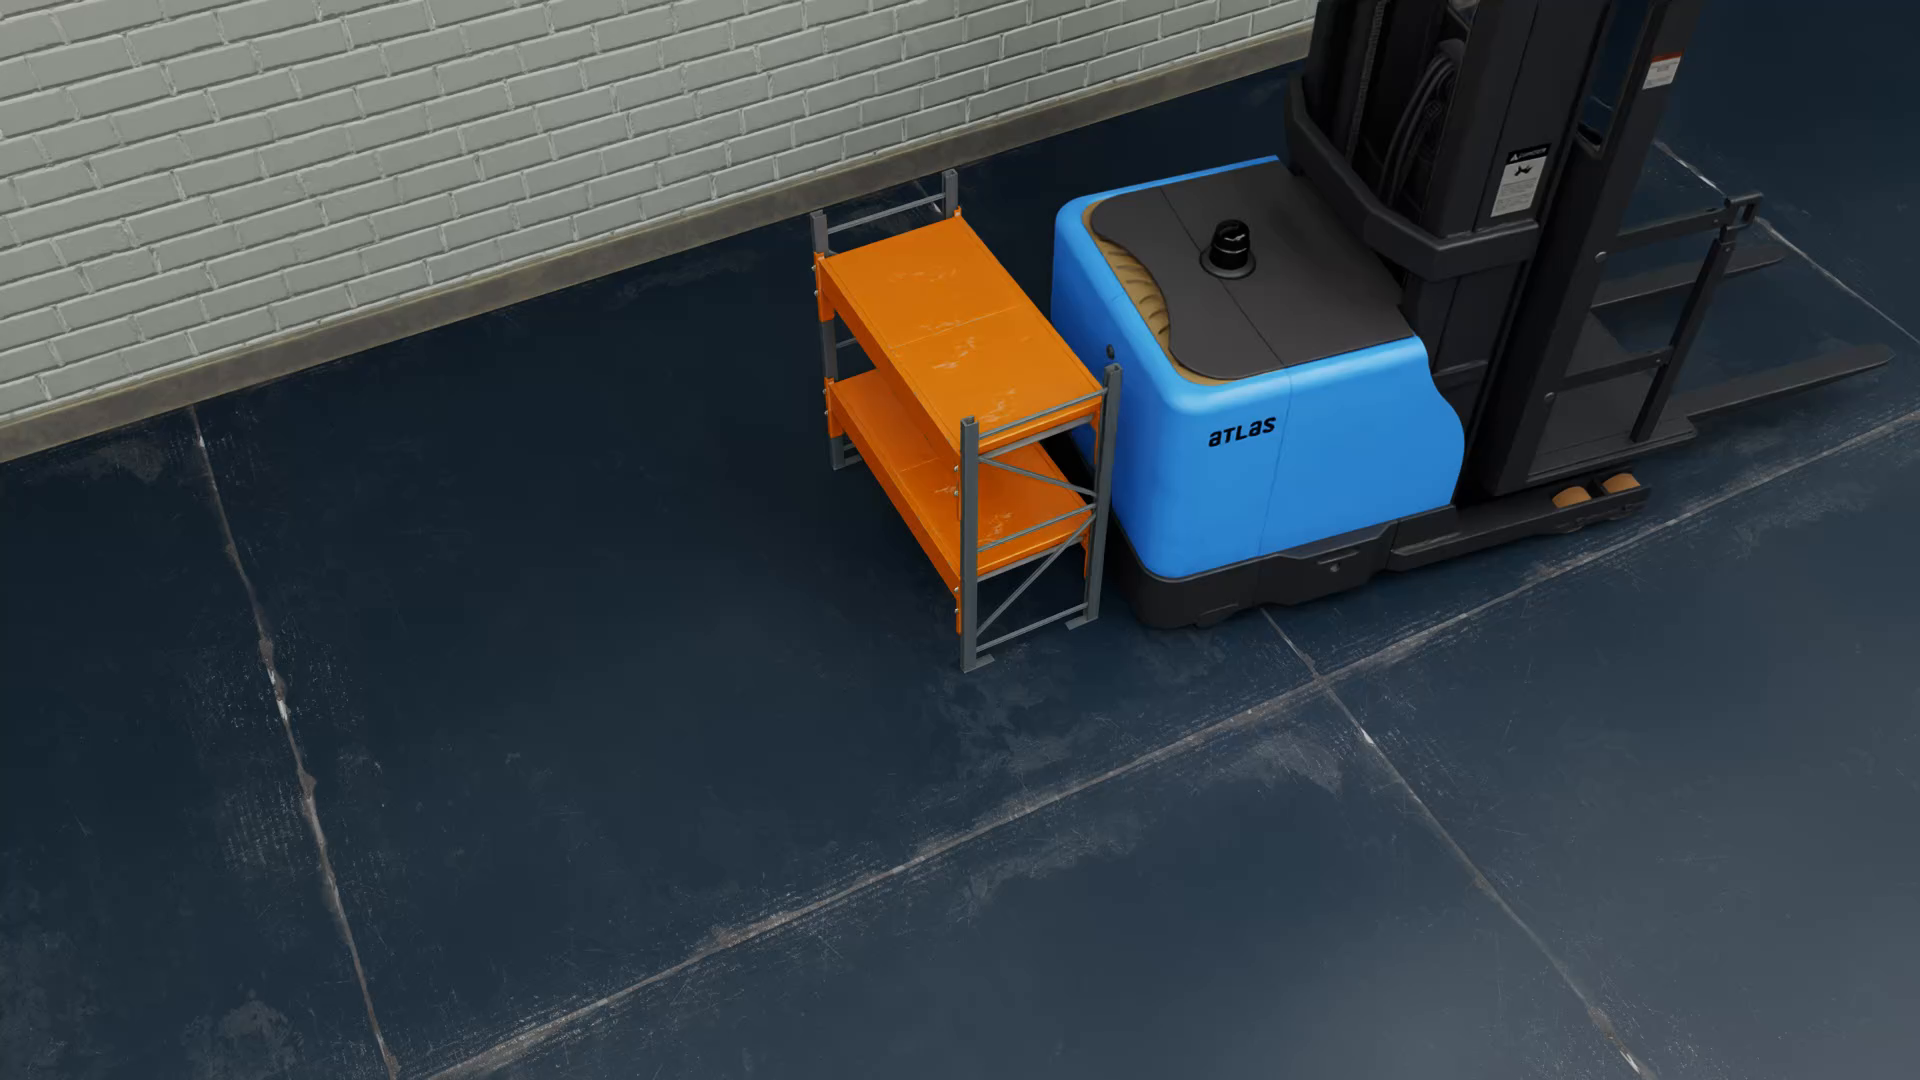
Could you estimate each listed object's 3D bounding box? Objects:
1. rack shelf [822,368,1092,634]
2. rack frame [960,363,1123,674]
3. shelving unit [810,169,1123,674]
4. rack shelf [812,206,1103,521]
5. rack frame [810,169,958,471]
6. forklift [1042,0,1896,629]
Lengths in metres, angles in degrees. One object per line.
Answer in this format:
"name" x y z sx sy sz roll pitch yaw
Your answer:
"rack shelf" -0.003 -0.214 5.515 0.538 0.278 1.000 -21 52 -18
"rack frame" 0.230 -0.035 5.033 0.500 1.125 0.032 -21 52 -18
"shelving unit" -0.003 -0.375 5.331 0.538 1.125 1.048 -21 52 -18
"rack shelf" -0.003 -0.568 5.110 0.538 0.278 1.000 -21 52 -18
"rack frame" -0.236 -0.715 5.628 0.500 1.125 0.032 -21 52 -18
"forklift" 1.862 -1.352 4.986 3.031 2.935 1.130 -15 50 -12
